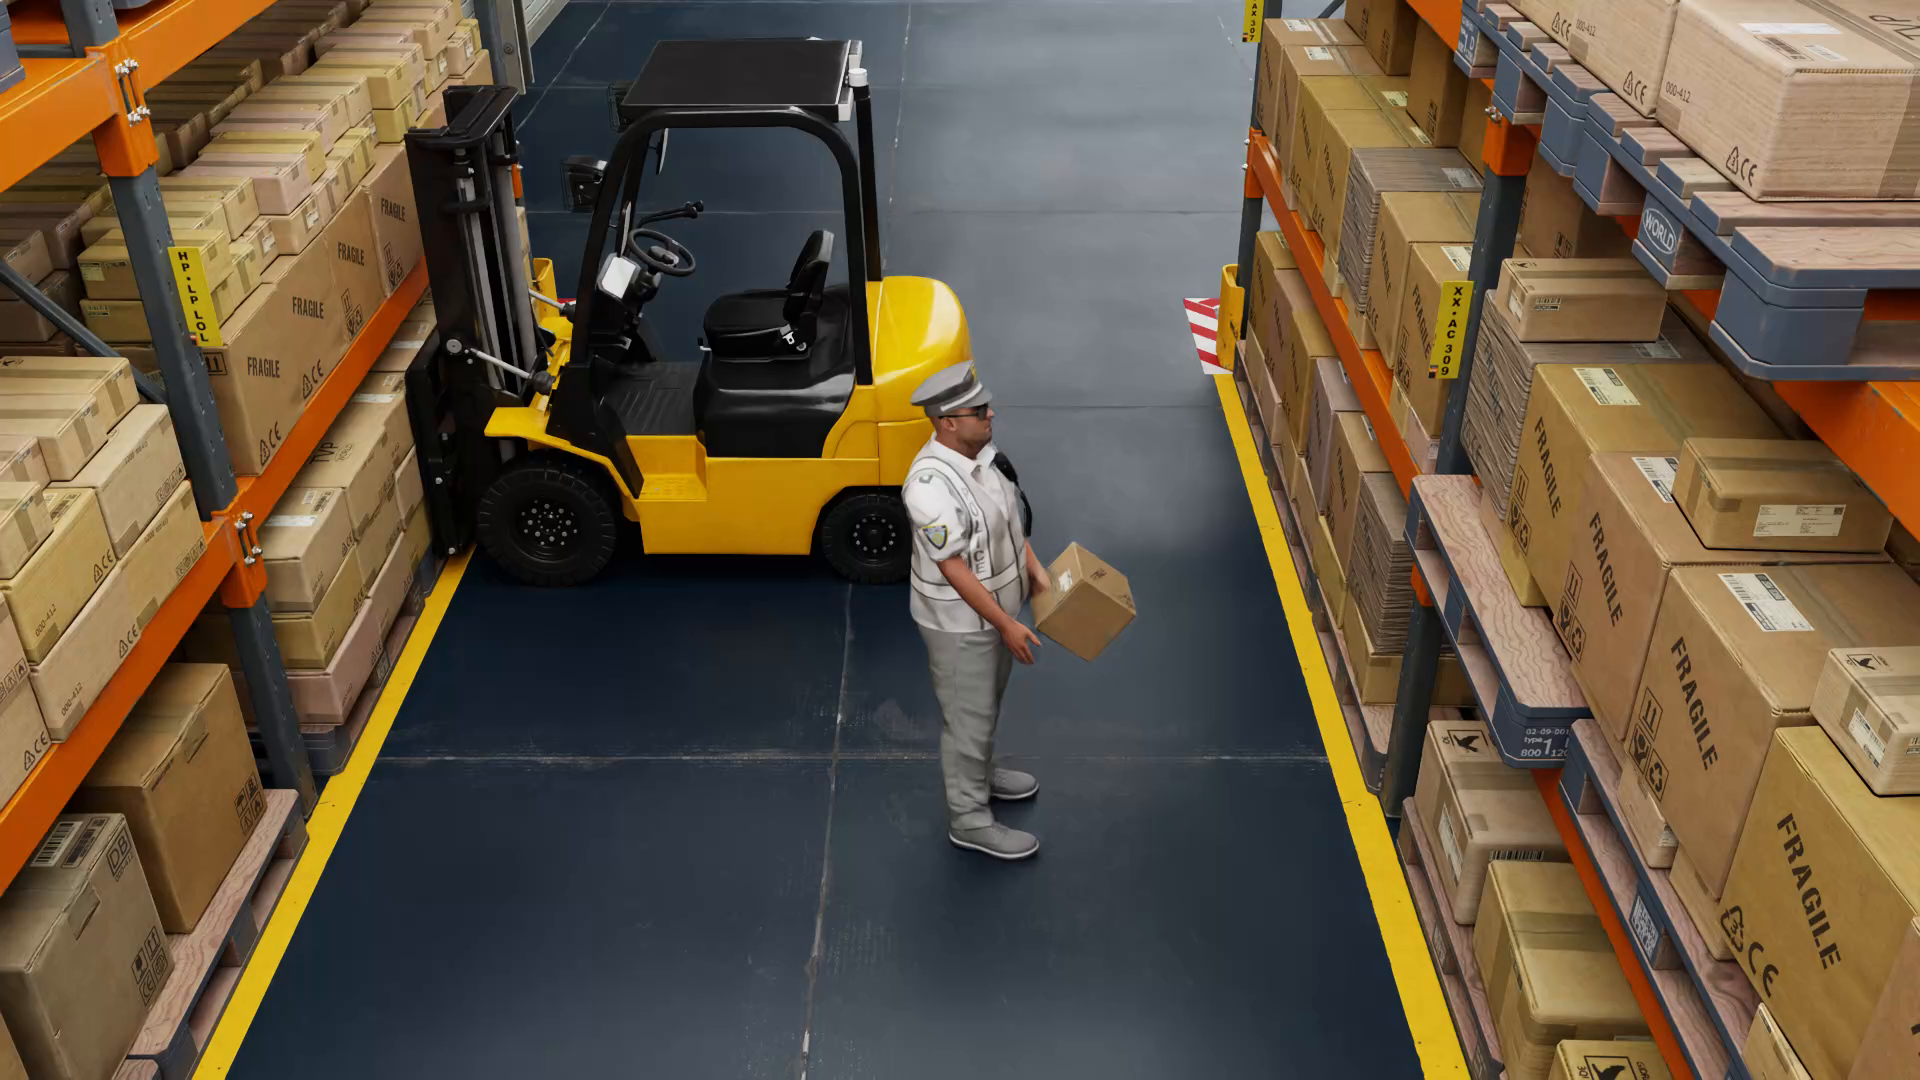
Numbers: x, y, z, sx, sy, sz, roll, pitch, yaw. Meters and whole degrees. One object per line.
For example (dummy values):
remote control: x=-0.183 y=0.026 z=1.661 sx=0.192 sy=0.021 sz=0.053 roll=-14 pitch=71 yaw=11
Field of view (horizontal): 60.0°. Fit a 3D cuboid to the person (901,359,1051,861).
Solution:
person: x=0.093 y=0.226 z=5.717 sx=0.532 sy=1.786 sz=0.531 roll=11 pitch=33 yaw=17
